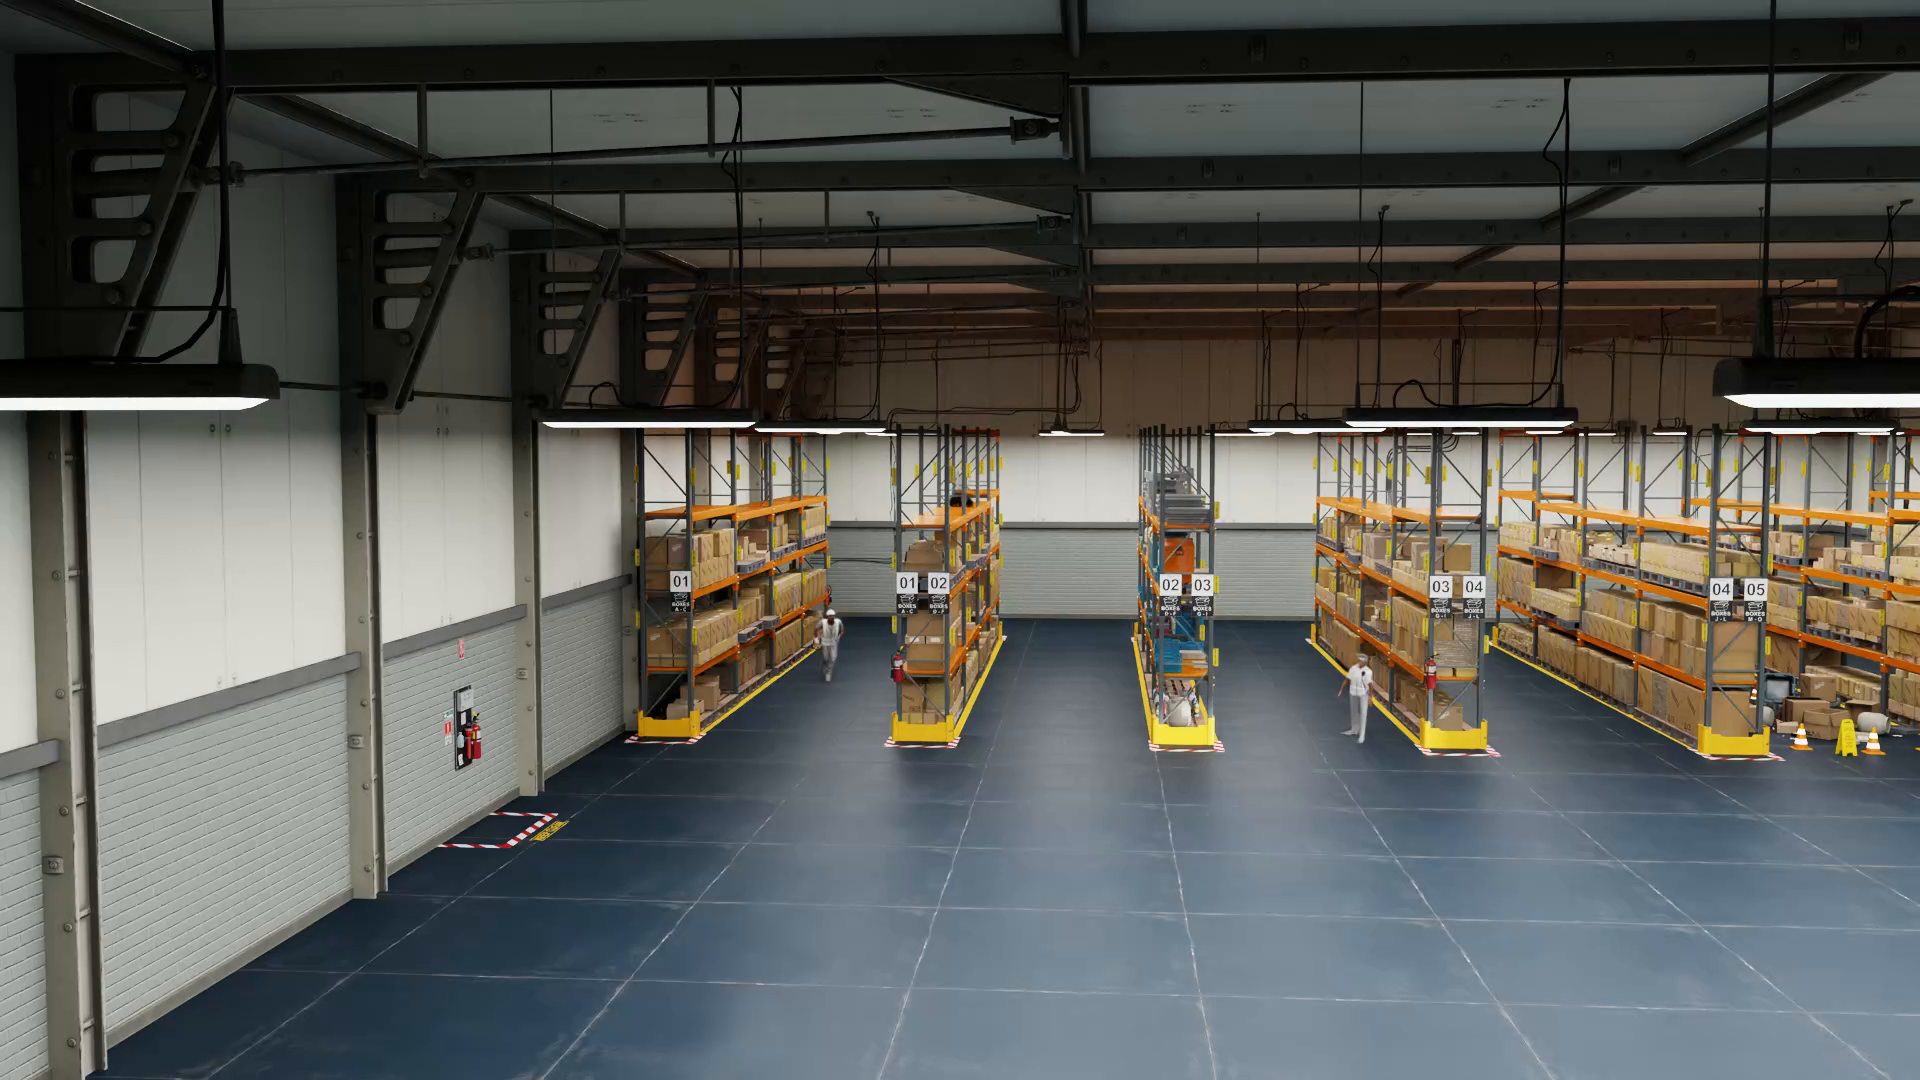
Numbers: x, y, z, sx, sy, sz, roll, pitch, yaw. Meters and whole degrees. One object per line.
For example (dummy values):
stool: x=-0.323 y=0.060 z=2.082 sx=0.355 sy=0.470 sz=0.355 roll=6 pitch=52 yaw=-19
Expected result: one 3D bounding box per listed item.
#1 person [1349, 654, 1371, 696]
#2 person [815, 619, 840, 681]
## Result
person: x=7.609 y=2.559 z=31.655 sx=0.426 sy=0.806 sz=0.374 roll=2 pitch=4 yaw=36
person: x=-3.133 y=2.600 z=39.408 sx=0.569 sy=1.482 sz=0.755 roll=-1 pitch=4 yaw=-15
